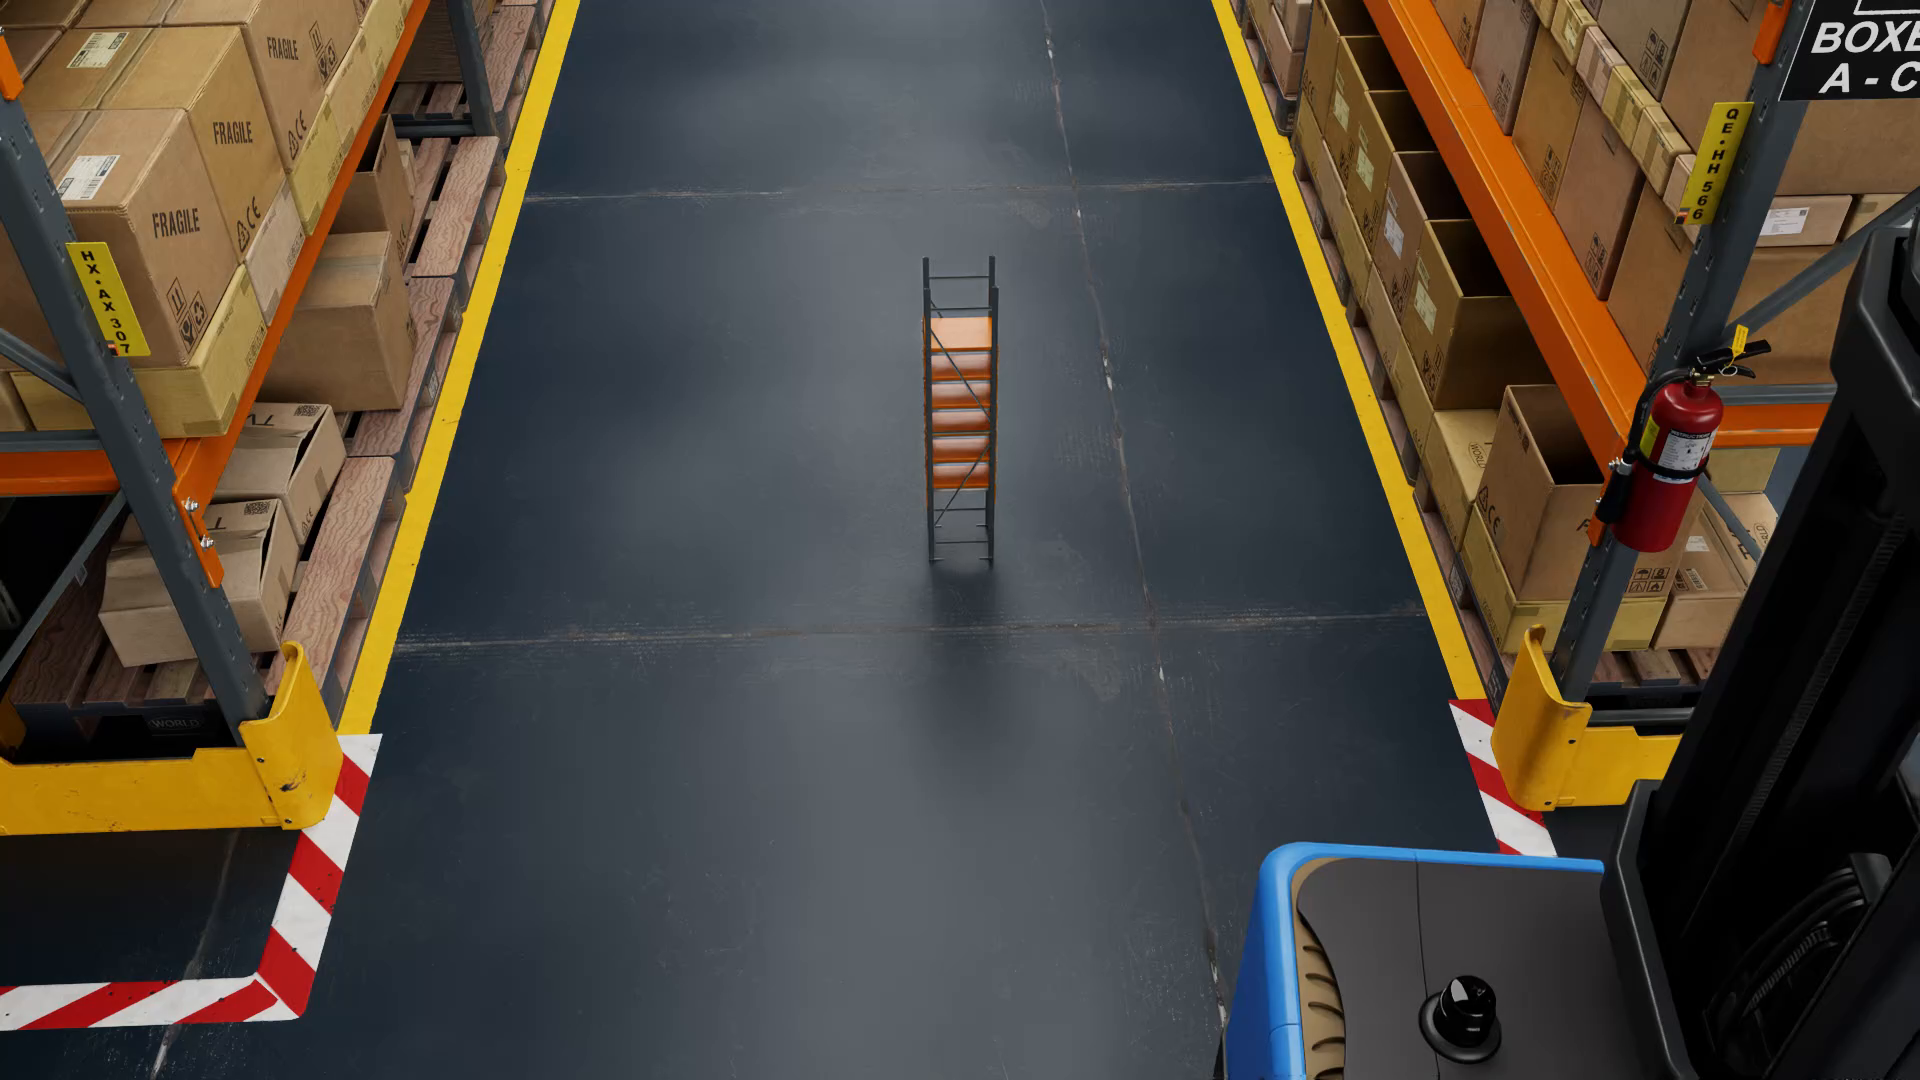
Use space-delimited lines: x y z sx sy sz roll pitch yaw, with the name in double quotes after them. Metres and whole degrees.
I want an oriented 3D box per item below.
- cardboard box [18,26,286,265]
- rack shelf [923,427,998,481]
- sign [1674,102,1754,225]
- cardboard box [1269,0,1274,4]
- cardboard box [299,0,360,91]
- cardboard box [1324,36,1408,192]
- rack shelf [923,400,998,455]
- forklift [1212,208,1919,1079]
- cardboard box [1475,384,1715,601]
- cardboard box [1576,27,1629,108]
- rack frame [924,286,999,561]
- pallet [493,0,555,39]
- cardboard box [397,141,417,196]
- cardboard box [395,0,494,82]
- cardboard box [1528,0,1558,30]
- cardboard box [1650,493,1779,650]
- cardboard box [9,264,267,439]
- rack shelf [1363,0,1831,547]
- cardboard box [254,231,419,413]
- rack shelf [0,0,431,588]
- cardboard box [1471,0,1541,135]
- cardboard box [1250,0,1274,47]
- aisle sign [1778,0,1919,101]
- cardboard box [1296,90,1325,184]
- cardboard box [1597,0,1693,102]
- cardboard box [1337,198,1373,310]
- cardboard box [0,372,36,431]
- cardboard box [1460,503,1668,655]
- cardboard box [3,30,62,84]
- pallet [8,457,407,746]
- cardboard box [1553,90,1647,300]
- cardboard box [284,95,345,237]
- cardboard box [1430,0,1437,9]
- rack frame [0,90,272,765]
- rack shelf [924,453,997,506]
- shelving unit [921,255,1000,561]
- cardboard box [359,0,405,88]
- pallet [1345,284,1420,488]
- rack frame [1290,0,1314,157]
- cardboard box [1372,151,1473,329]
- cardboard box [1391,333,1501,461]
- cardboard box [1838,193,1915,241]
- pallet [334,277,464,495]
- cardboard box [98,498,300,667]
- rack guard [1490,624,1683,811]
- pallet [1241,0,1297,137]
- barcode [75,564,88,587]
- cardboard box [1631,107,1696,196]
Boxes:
-2.333 -1.137 4.812 0.500 0.500 0.500 -2 43 -2 "cardboard box"
0.001 -0.311 5.945 0.258 0.103 0.180 -2 43 -2 "rack shelf"
1.804 -0.896 3.975 0.100 0.325 0.005 -2 43 -2 "sign"
1.845 -3.053 8.670 0.500 0.311 0.500 -1 43 -1 "cardboard box"
-2.383 -1.834 5.572 0.500 0.500 0.500 0 43 0 "cardboard box"
1.913 -1.847 7.214 0.500 0.500 0.500 -2 43 -2 "cardboard box"
0.001 -0.400 5.864 0.258 0.103 0.180 -2 43 -2 "rack shelf"
2.164 0.817 3.190 3.031 2.935 1.130 3 43 3 "forklift"
2.026 -0.159 5.373 0.500 0.500 0.500 -2 43 -2 "cardboard box"
2.108 -1.436 5.042 0.380 0.149 0.250 -1 43 -1 "cardboard box"
0.005 -0.371 5.767 0.240 1.200 0.006 -2 43 -2 "rack frame"
-2.862 -3.267 9.658 1.003 0.211 1.213 -2 43 -2 "pallet"
-2.720 -1.701 7.657 0.380 0.166 0.250 -7 43 -7 "cardboard box"
-2.820 -2.681 8.479 0.700 0.500 0.500 0 43 0 "cardboard box"
2.084 -1.791 5.430 0.380 0.149 0.250 -1 43 -1 "cardboard box"
2.546 0.102 5.643 0.500 0.250 0.500 -2 43 -2 "cardboard box"
-2.306 -0.534 4.709 0.500 0.250 0.500 -3 43 -3 "cardboard box"
2.262 -1.473 6.170 1.077 0.370 4.000 -2 43 -2 "rack shelf"
-2.547 -0.835 6.466 0.700 0.500 0.500 -4 43 -4 "cardboard box"
-2.687 -1.328 6.012 1.077 0.370 4.000 -2 43 -2 "rack shelf"
2.271 -1.785 5.904 0.700 0.500 0.500 0 43 -1 "cardboard box"
1.850 -2.843 8.856 0.500 0.250 0.500 -2 43 -2 "cardboard box"
2.056 -1.294 3.517 0.394 0.787 0.004 -2 43 -2 "aisle sign"
1.893 -1.908 7.836 0.500 0.250 0.500 -2 43 -2 "cardboard box"
2.310 -1.609 4.752 0.700 0.500 0.500 -3 43 -3 "cardboard box"
1.926 -1.232 7.099 0.500 0.250 0.500 -2 43 -2 "cardboard box"
-2.816 -0.505 4.678 0.500 0.250 0.500 -1 43 -1 "cardboard box"
2.029 0.117 5.626 0.500 0.250 0.500 -2 43 -2 "cardboard box"
-2.846 -1.124 4.798 0.500 0.500 0.500 -1 43 -1 "cardboard box"
-2.605 0.184 5.893 1.003 0.211 1.213 -2 43 -2 "pallet"
2.312 -1.095 5.151 0.700 0.500 0.500 -1 43 -1 "cardboard box"
-2.358 -1.228 5.466 0.500 0.250 0.500 -2 43 -2 "cardboard box"
2.231 -2.470 6.651 0.700 0.500 0.500 -2 43 -2 "cardboard box"
-2.602 -0.243 4.296 1.000 3.000 0.127 -2 43 -2 "rack frame"
0.001 -0.223 6.026 0.258 0.103 0.180 -2 43 -2 "rack shelf"
0.001 -0.433 5.834 0.258 1.200 0.189 -2 43 -2 "shelving unit"
-2.400 -1.909 6.209 0.500 0.250 0.500 -2 43 -2 "cardboard box"
2.223 -0.697 6.854 1.003 0.211 1.213 -2 43 -2 "pallet"
2.177 -3.088 7.400 1.000 3.000 0.127 -2 43 -2 "rack frame"
1.949 -1.171 6.477 0.500 0.500 0.500 -2 43 -2 "cardboard box"
1.972 -0.558 6.362 0.500 0.250 0.500 -2 43 -2 "cardboard box"
2.545 -0.935 4.496 0.380 0.149 0.250 -2 43 -2 "cardboard box"
-2.654 -0.638 6.790 1.003 0.211 1.213 -2 43 -2 "pallet"
-2.542 0.116 5.568 0.500 0.311 0.500 -6 43 -7 "cardboard box"
2.348 0.550 5.280 1.175 0.500 0.348 -2 43 -2 "rack guard"
2.106 -2.557 8.883 1.003 0.211 1.213 -2 43 -2 "pallet"
-2.942 0.112 5.566 0.001 0.075 0.075 -2 43 -2 "barcode"
2.127 -1.093 4.669 0.380 0.149 0.250 -1 43 -1 "cardboard box"
